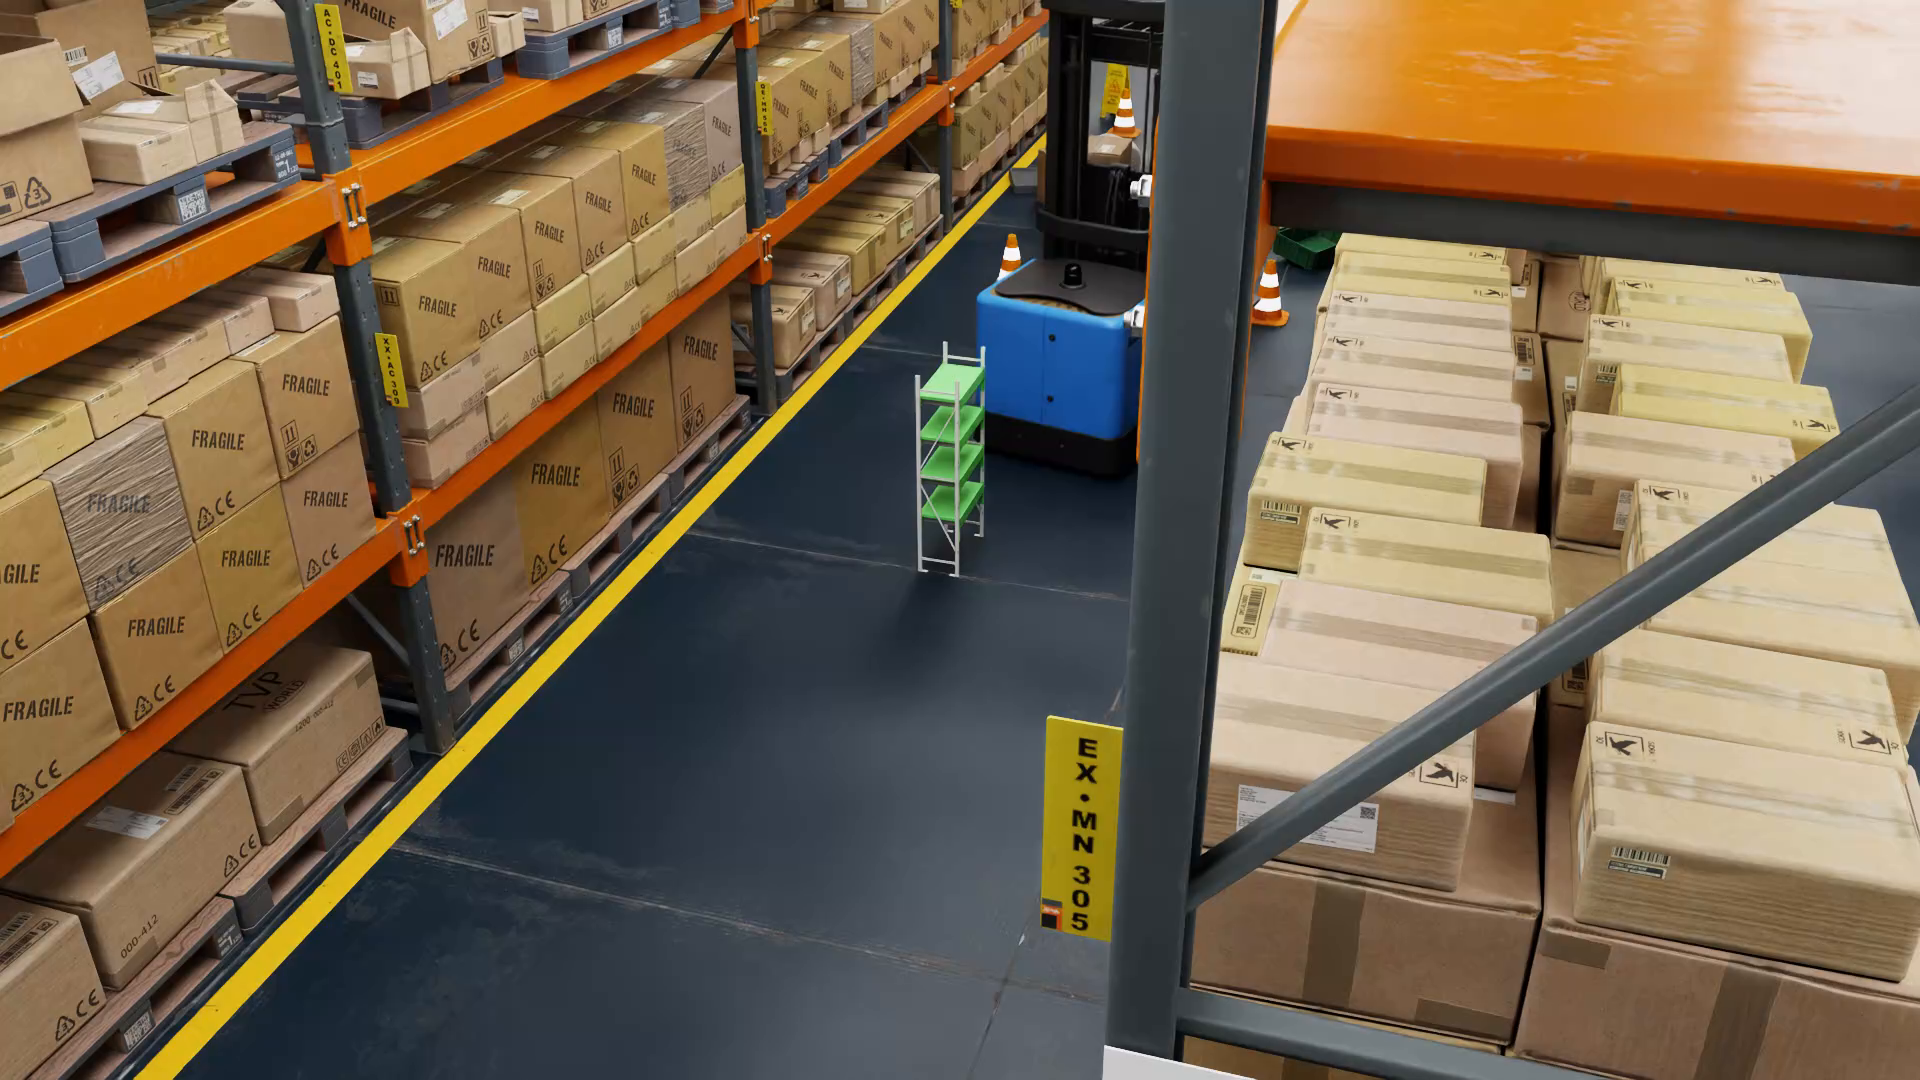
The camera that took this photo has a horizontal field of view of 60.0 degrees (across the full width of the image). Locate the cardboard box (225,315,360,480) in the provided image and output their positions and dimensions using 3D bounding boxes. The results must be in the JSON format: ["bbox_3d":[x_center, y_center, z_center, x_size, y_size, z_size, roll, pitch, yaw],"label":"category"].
[{"bbox_3d":[-2.787,-0.597,6.606,0.500,0.500,0.500,8,30,14],"label":"cardboard box"}]

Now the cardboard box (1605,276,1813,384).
[{"bbox_3d":[1.609,-0.444,3.607,0.380,0.149,0.250,8,30,14],"label":"cardboard box"}]

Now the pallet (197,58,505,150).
[{"bbox_3d":[-2.690,-2.035,7.435,0.805,0.209,1.217,7,30,13],"label":"pallet"}]

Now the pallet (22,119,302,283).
[{"bbox_3d":[-3.163,-1.268,5.950,1.003,0.211,1.213,8,30,15],"label":"pallet"}]

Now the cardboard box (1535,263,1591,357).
[{"bbox_3d":[1.644,-0.446,4.020,0.500,0.250,0.500,10,31,17],"label":"cardboard box"}]

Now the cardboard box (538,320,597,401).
[{"bbox_3d":[-2.215,-0.953,8.532,0.500,0.250,0.500,8,30,14],"label":"cardboard box"}]

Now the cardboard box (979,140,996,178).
[{"bbox_3d":[0.013,-3.560,15.461,0.500,0.250,0.500,10,31,18],"label":"cardboard box"}]

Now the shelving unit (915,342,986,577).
[{"bbox_3d":[-0.049,-0.447,9.320,0.258,1.200,0.503,8,30,15],"label":"shelving unit"}]

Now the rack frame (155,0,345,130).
[{"bbox_3d":[-2.912,-2.997,5.880,1.000,3.000,0.127,8,30,15],"label":"rack frame"}]

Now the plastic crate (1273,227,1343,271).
[{"bbox_3d":[2.996,-2.498,13.987,0.662,0.188,0.450,-24,47,-37],"label":"plastic crate"}]

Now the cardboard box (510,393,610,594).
[{"bbox_3d":[-2.549,-0.351,9.048,0.875,0.875,0.875,9,30,16],"label":"cardboard box"}]

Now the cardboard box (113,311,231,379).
[{"bbox_3d":[-2.962,-0.729,6.177,0.380,0.149,0.250,9,30,15],"label":"cardboard box"}]

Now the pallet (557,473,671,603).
[{"bbox_3d":[-2.402,-0.095,9.703,1.003,0.211,1.213,8,30,15],"label":"pallet"}]

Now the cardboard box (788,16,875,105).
[{"bbox_3d":[-0.935,-3.490,12.096,0.500,0.500,0.500,7,30,13],"label":"cardboard box"}]

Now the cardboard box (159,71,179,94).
[{"bbox_3d":[-6.097,-3.261,12.167,0.500,0.250,0.500,8,30,15],"label":"cardboard box"}]

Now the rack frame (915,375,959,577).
[{"bbox_3d":[-0.120,-0.334,9.116,0.240,1.200,0.015,8,30,15],"label":"rack frame"}]

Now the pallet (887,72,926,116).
[{"bbox_3d":[-0.928,-3.675,13.467,1.003,0.211,1.213,8,30,15],"label":"pallet"}]

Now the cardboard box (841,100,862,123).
[{"bbox_3d":[-0.944,-3.176,12.201,0.380,0.149,0.250,9,30,16],"label":"cardboard box"}]

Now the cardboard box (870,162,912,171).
[{"bbox_3d":[-0.648,-3.388,15.151,0.500,0.250,0.500,10,31,17],"label":"cardboard box"}]

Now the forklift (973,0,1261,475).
[{"bbox_3d":[1.247,-2.372,10.998,1.130,2.935,3.031,15,33,25],"label":"forklift"}]

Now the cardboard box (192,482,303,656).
[{"bbox_3d":[-2.950,0.073,6.430,0.500,0.500,0.500,8,30,14],"label":"cardboard box"}]

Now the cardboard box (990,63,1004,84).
[{"bbox_3d":[0.186,-4.336,15.416,0.380,0.149,0.250,10,31,18],"label":"cardboard box"}]

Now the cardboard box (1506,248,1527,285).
[{"bbox_3d":[1.225,-0.769,4.192,0.380,0.149,0.250,8,30,13],"label":"cardboard box"}]

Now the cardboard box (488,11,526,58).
[{"bbox_3d":[-2.206,-2.305,7.532,0.380,0.166,0.250,6,30,11],"label":"cardboard box"}]

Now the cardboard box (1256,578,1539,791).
[{"bbox_3d":[0.637,0.205,2.440,0.380,0.149,0.250,9,30,16],"label":"cardboard box"}]

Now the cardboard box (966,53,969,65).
[{"bbox_3d":[-0.141,-4.209,14.488,0.380,0.149,0.250,9,30,16],"label":"cardboard box"}]

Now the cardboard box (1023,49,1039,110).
[{"bbox_3d":[0.474,-4.609,16.575,0.500,0.500,0.500,10,31,17],"label":"cardboard box"}]

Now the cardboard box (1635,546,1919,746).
[{"bbox_3d":[1.229,0.155,2.529,0.380,0.149,0.250,8,30,15],"label":"cardboard box"}]

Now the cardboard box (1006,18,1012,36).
[{"bbox_3d":[0.267,-4.798,15.548,0.380,0.149,0.250,8,30,15],"label":"cardboard box"}]

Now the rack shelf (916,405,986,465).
[{"bbox_3d":[-0.049,-0.601,9.234,0.258,0.148,0.480,8,30,15],"label":"rack shelf"}]

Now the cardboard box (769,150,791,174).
[{"bbox_3d":[-1.350,-2.559,11.091,0.380,0.149,0.250,7,30,12],"label":"cardboard box"}]

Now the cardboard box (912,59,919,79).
[{"bbox_3d":[-0.546,-3.768,13.264,0.380,0.149,0.250,8,30,13],"label":"cardboard box"}]

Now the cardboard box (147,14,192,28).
[{"bbox_3d":[-6.328,-4.059,13.191,0.380,0.149,0.250,8,30,14],"label":"cardboard box"}]

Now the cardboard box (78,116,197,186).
[{"bbox_3d":[-2.872,-1.338,5.708,0.380,0.149,0.250,9,30,16],"label":"cardboard box"}]

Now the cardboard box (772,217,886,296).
[{"bbox_3d":[-1.126,-2.226,12.937,0.950,0.372,0.625,10,30,17],"label":"cardboard box"}]

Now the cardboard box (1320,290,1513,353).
[{"bbox_3d":[0.965,-0.403,3.534,0.380,0.149,0.250,8,30,13],"label":"cardboard box"}]

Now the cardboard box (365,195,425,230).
[{"bbox_3d":[-2.876,-1.341,7.943,0.500,0.500,0.500,9,30,16],"label":"cardboard box"}]

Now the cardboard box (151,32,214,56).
[{"bbox_3d":[-5.917,-3.744,12.625,0.380,0.149,0.250,9,30,15],"label":"cardboard box"}]

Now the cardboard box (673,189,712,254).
[{"bbox_3d":[-1.785,-1.887,9.696,0.500,0.250,0.500,8,30,14],"label":"cardboard box"}]

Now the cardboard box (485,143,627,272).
[{"bbox_3d":[-2.090,-1.733,8.649,0.500,0.500,0.500,8,30,14],"label":"cardboard box"}]

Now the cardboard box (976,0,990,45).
[{"bbox_3d":[-0.043,-4.668,14.647,0.500,0.500,0.500,8,30,15],"label":"cardboard box"}]

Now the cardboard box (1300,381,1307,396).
[{"bbox_3d":[1.151,-0.310,4.291,0.500,0.250,0.500,10,31,17],"label":"cardboard box"}]

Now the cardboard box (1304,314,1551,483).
[{"bbox_3d":[1.028,-0.279,3.721,0.500,0.250,0.500,7,30,13],"label":"cardboard box"}]

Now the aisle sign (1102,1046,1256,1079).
[{"bbox_3d":[0.367,0.998,2.196,0.394,0.787,0.004,8,30,15],"label":"aisle sign"}]

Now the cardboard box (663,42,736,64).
[{"bbox_3d":[-1.729,-3.084,11.367,0.500,0.500,0.500,8,30,14],"label":"cardboard box"}]

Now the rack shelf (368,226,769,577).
[{"bbox_3d":[-2.325,-0.990,9.184,1.077,0.370,4.000,8,30,15],"label":"rack shelf"}]

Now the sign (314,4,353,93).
[{"bbox_3d":[-2.381,-1.868,6.324,0.100,0.325,0.005,8,30,15],"label":"sign"}]

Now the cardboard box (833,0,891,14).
[{"bbox_3d":[-0.732,-4.034,12.408,0.380,0.149,0.250,7,30,13],"label":"cardboard box"}]

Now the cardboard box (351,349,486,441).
[{"bbox_3d":[-2.514,-0.692,7.549,0.500,0.250,0.500,8,30,13],"label":"cardboard box"}]

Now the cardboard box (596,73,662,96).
[{"bbox_3d":[-2.117,-2.520,10.064,0.500,0.500,0.500,8,30,13],"label":"cardboard box"}]
